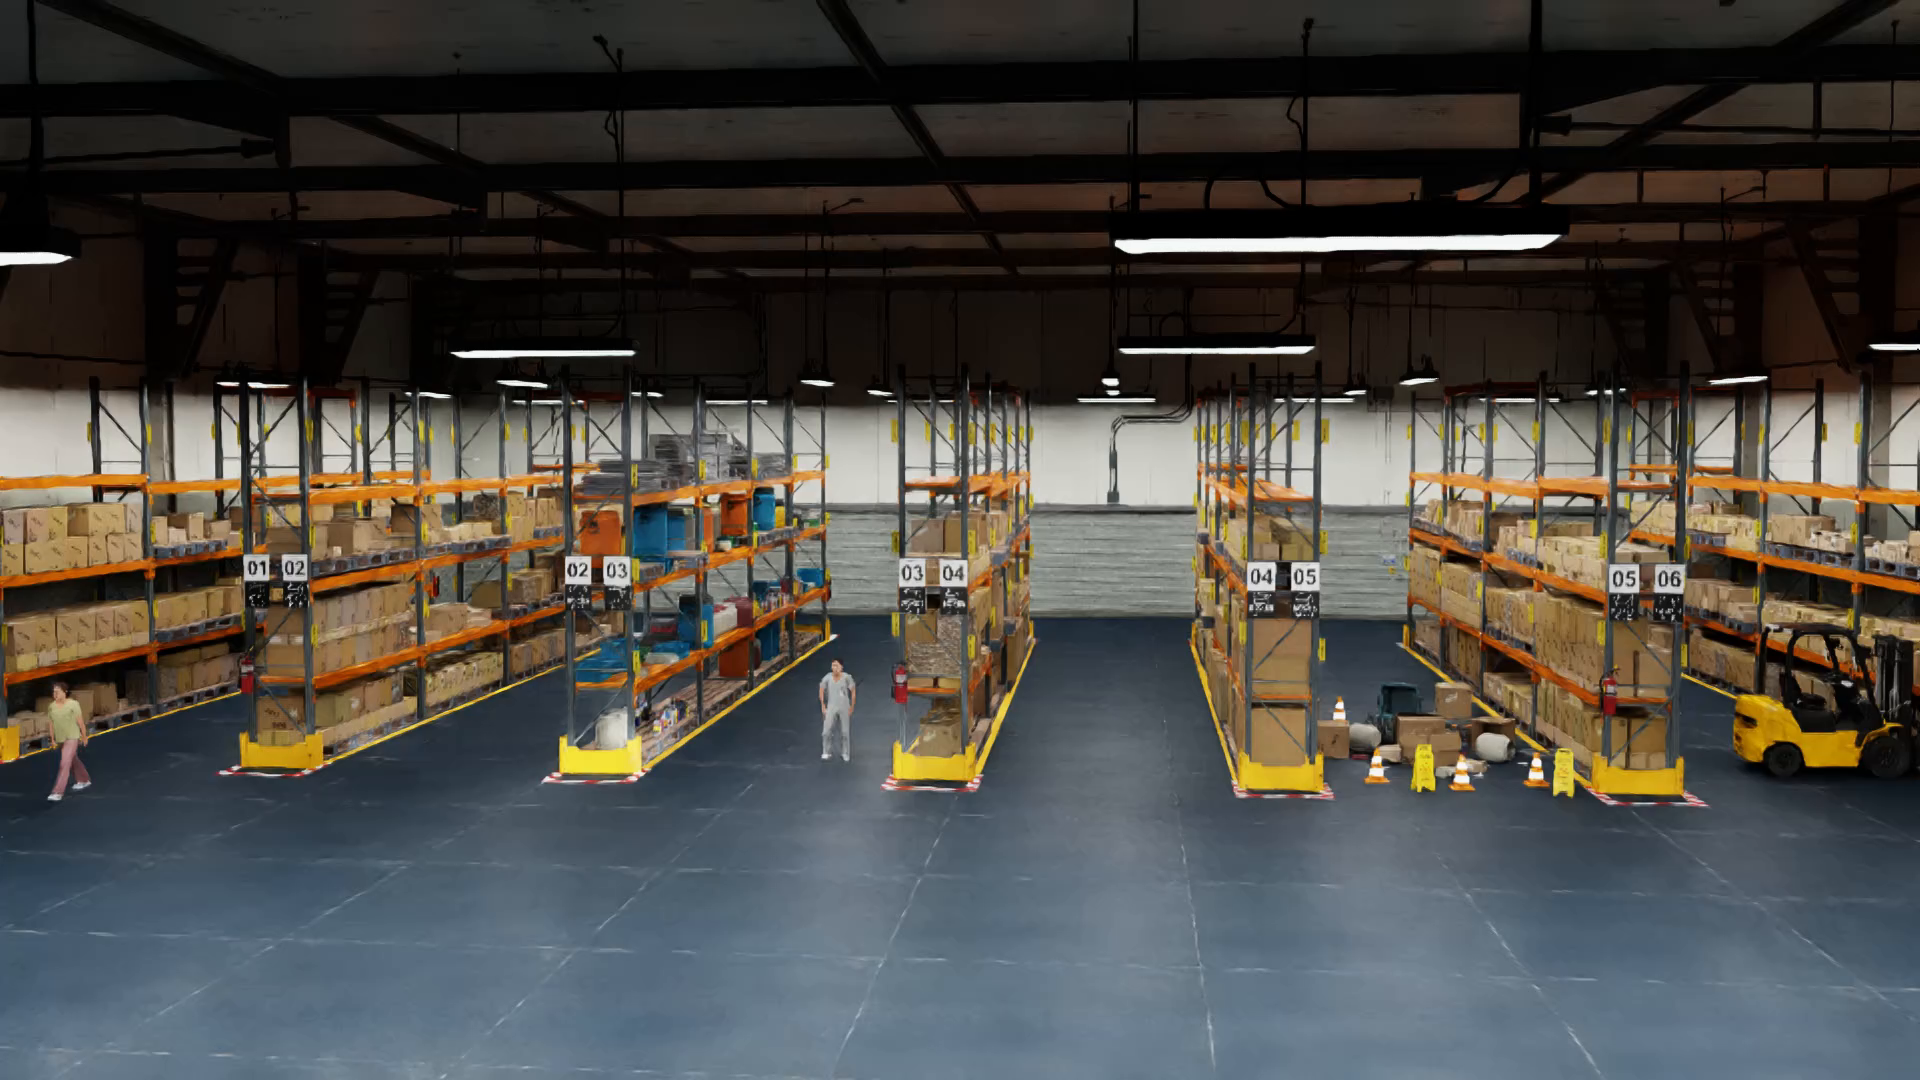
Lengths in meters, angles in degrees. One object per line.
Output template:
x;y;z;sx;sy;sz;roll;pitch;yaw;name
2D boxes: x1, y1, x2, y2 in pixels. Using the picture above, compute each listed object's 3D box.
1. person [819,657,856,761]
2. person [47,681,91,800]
-1.865;2.556;25.367;0.580;1.584;0.507;0;4;4;person
-12.318;2.724;22.851;0.448;1.590;1.110;1;4;8;person
